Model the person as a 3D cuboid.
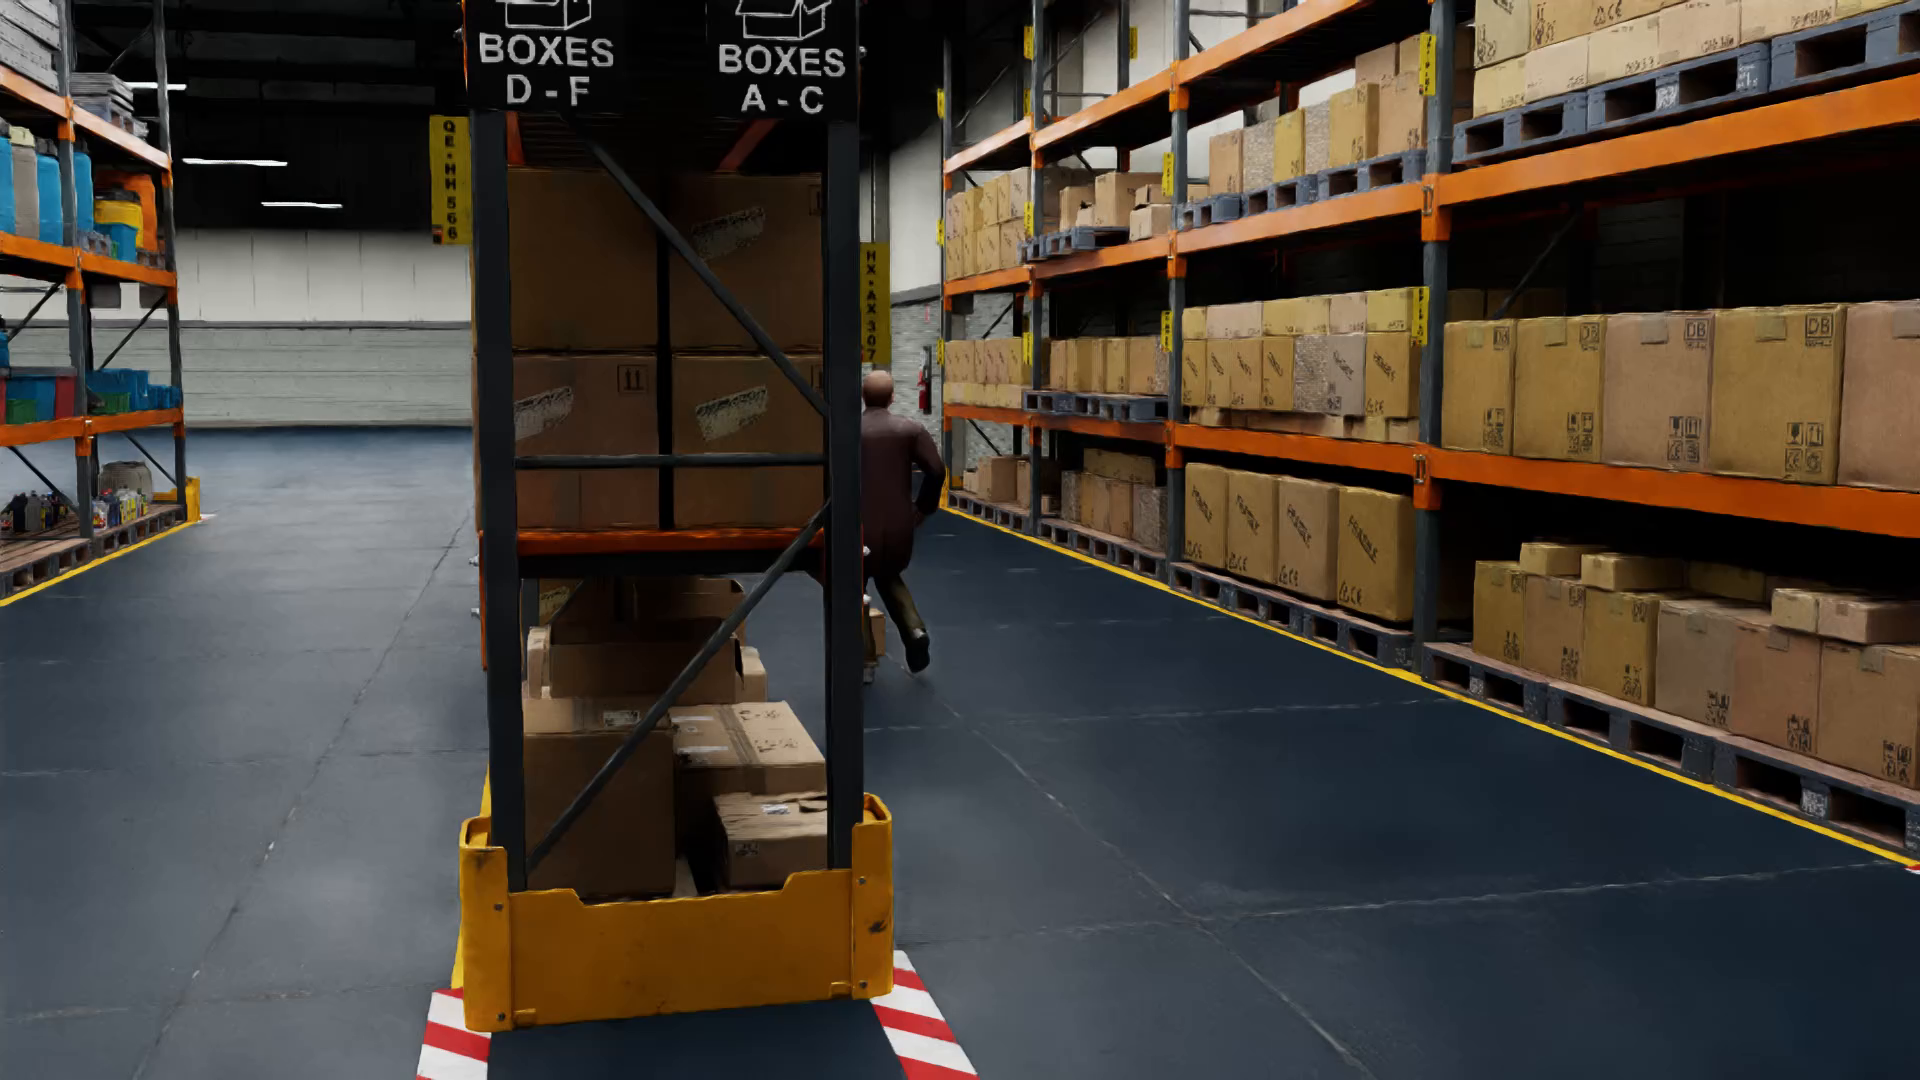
[{"bbox_3d":[-0.499,-0.076,9.284,0.772,1.744,0.524,-2,6,-21],"label":"person"}]
